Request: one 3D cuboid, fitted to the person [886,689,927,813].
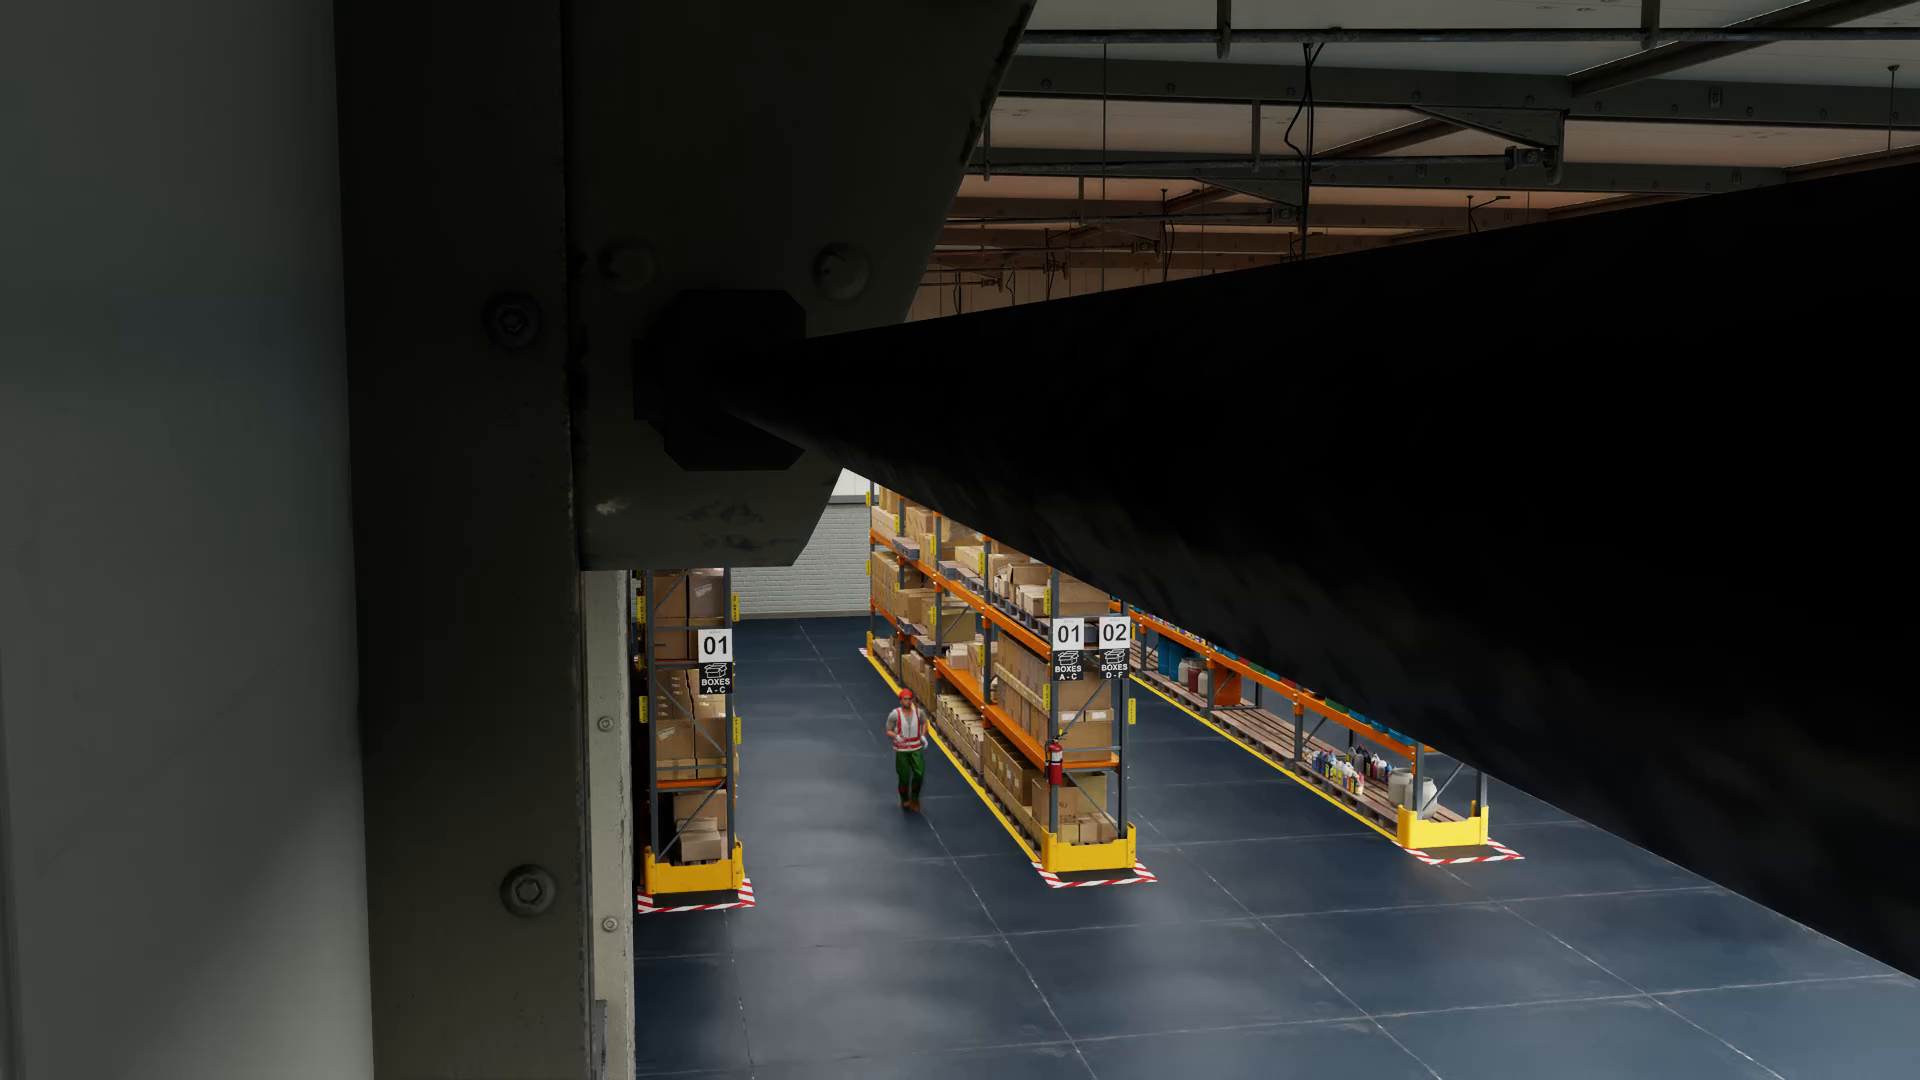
[{"bbox_3d":[-0.726,2.992,23.547,0.628,1.784,0.692,-1,6,-11],"label":"person"}]
